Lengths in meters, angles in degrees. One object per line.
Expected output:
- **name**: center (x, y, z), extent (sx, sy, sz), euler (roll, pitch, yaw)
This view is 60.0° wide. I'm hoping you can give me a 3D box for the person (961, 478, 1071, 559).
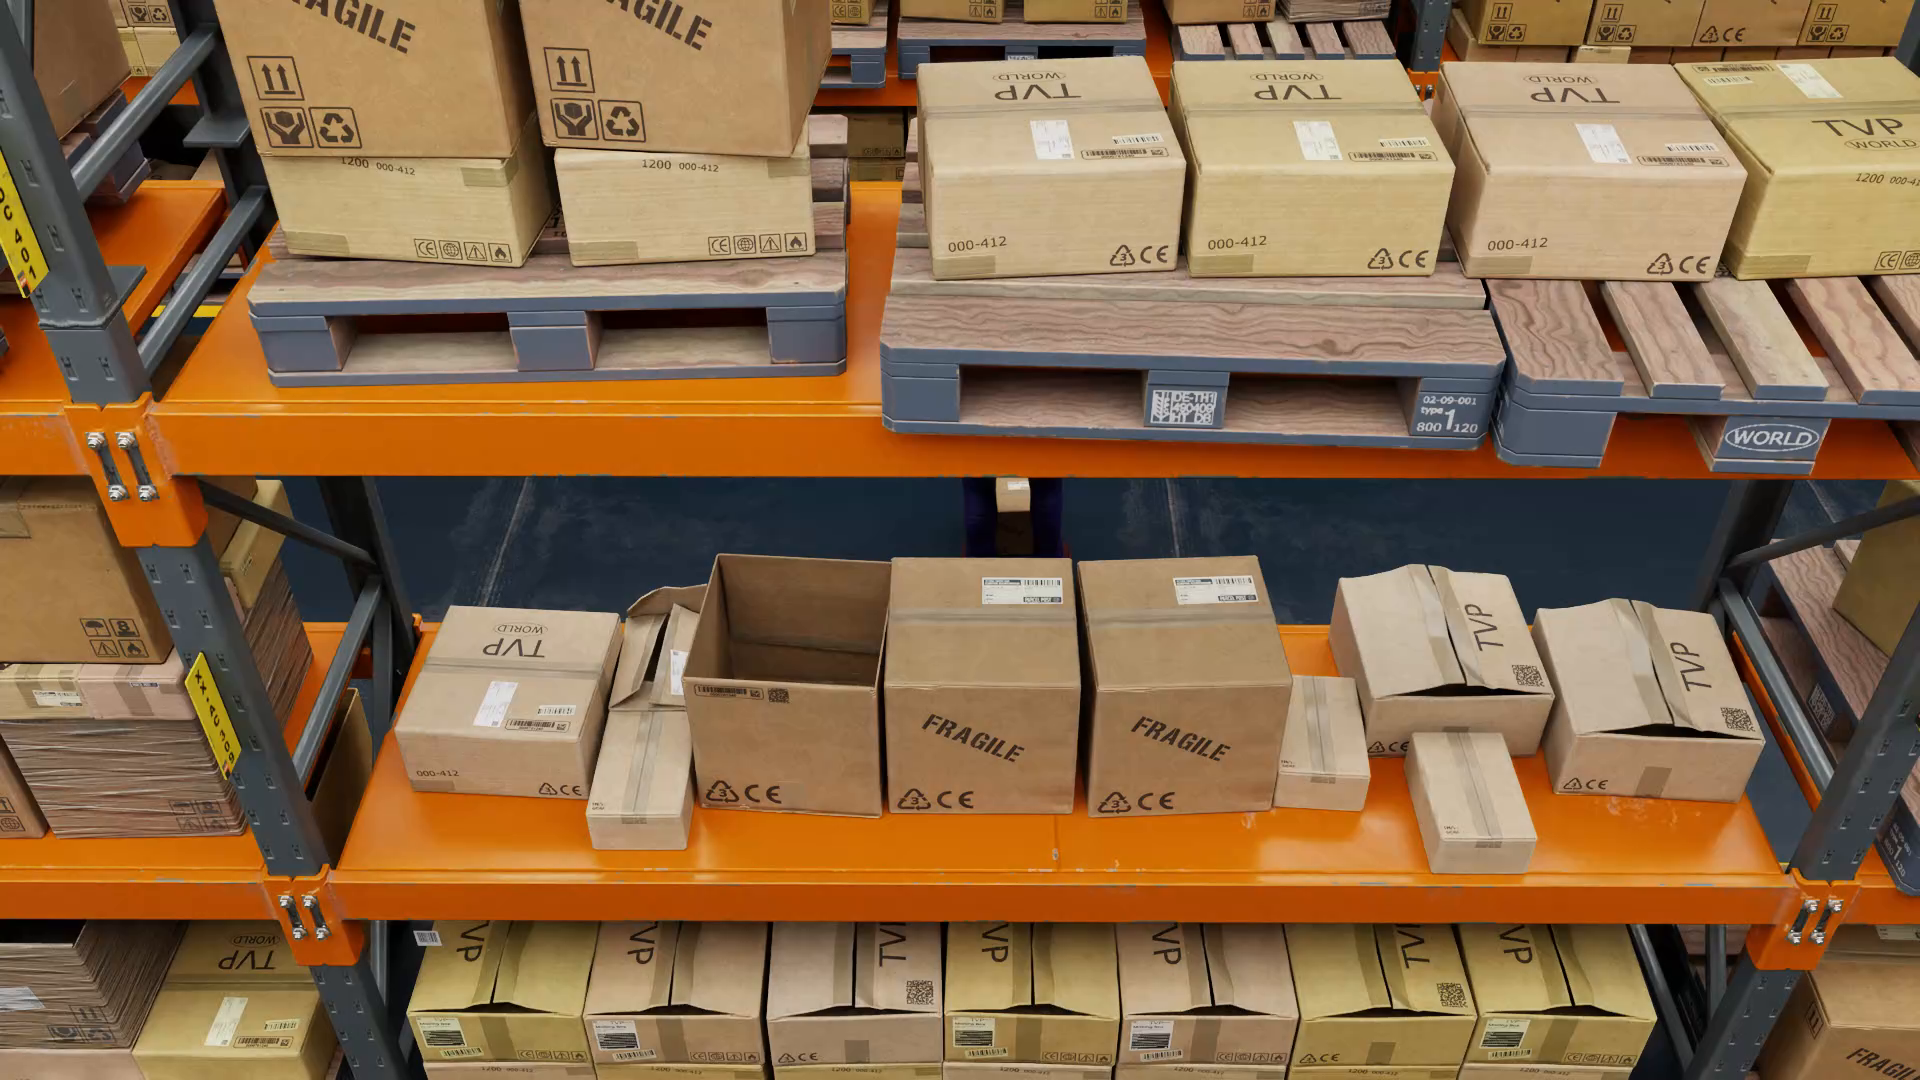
- **person**: center (0.214, -0.499, 6.760), extent (0.562, 1.653, 0.344), euler (-2, 40, -2)
